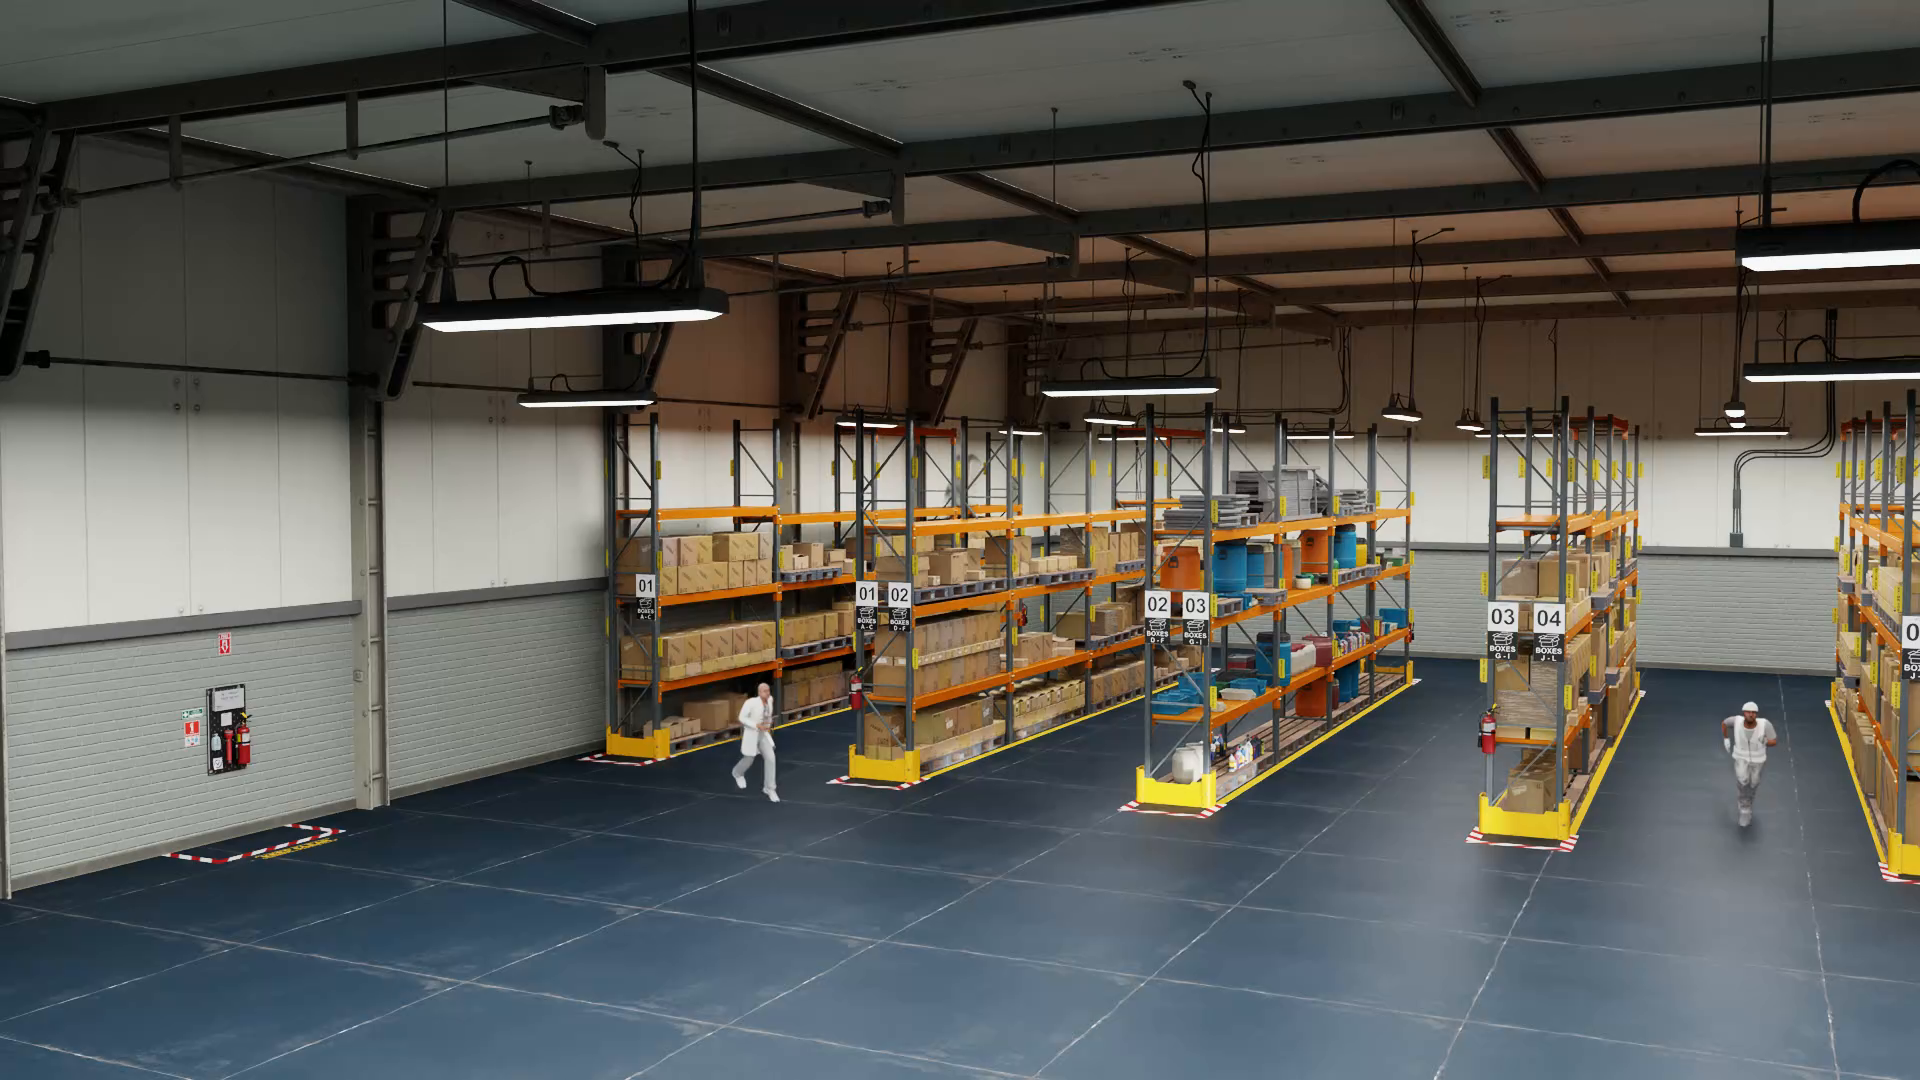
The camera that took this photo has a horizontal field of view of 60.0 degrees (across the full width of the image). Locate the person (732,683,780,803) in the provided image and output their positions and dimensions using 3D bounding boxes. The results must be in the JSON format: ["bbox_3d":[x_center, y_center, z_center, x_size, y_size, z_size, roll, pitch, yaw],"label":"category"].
[{"bbox_3d":[-3.139,3.059,25.447,0.711,1.786,1.179,-2,3,-38],"label":"person"}]

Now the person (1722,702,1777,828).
[{"bbox_3d":[11.155,3.142,23.517,0.671,1.770,0.960,1,3,17],"label":"person"}]
